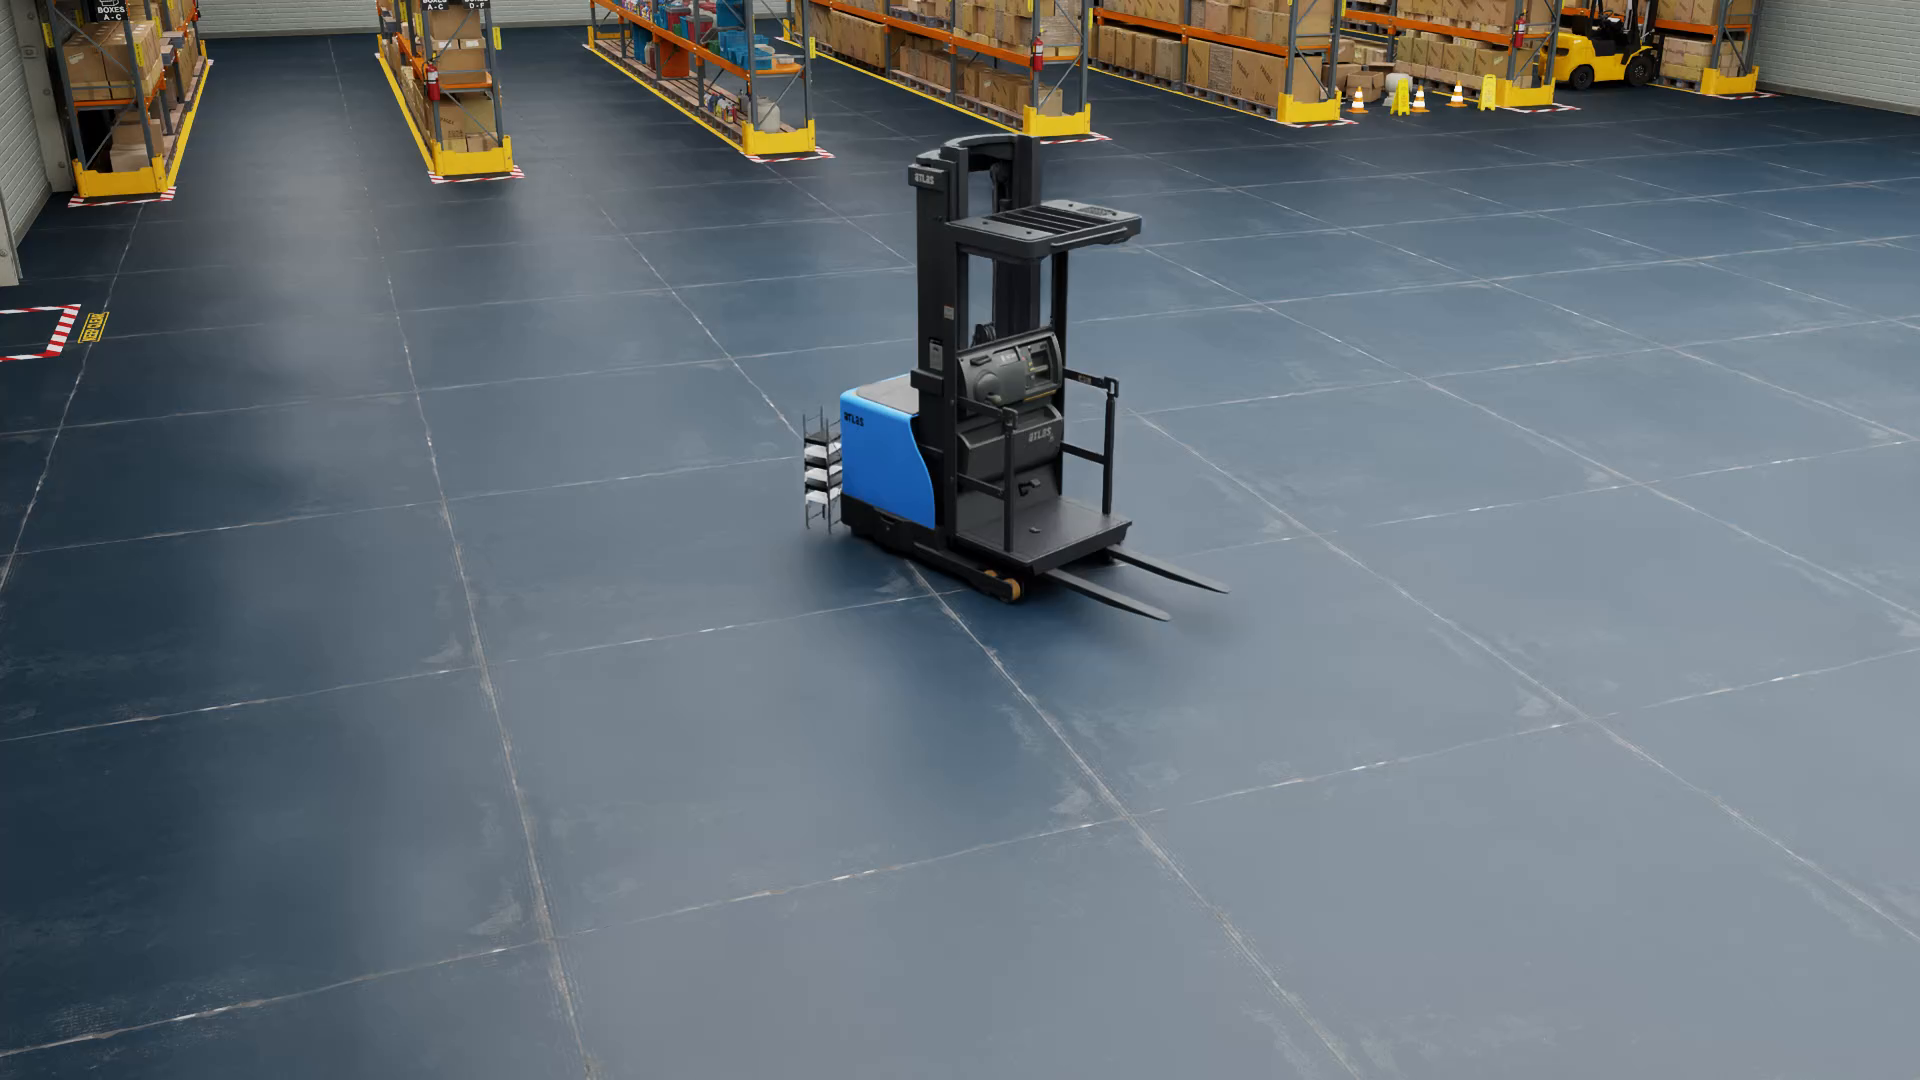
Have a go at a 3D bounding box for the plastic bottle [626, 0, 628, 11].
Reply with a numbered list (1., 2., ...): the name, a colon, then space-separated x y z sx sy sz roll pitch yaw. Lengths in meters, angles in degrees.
1. plastic bottle: -7.221 -11.740 36.401 0.152 0.276 0.135 -8 24 -19

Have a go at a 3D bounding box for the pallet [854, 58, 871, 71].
1. pallet: -1.746 -10.831 37.675 1.003 0.211 1.213 -8 24 -19

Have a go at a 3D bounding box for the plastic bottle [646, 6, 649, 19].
1. plastic bottle: -6.460 -10.925 34.474 0.097 0.271 0.097 0 23 0

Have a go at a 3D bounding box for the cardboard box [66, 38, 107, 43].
1. cardboard box: -12.720 -7.043 24.299 0.500 0.500 0.500 -8 24 -18

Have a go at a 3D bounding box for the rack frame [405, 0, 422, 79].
1. rack frame: -8.966 -8.565 28.709 1.000 3.000 0.127 -8 24 -19

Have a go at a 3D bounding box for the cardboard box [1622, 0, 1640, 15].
1. cardboard box: 14.508 -11.443 35.409 0.500 0.500 0.500 -9 24 -20

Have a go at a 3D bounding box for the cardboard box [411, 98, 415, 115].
1. cardboard box: -9.561 -7.786 29.862 0.500 0.250 0.500 -9 24 -20

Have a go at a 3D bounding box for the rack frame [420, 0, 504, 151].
1. rack frame: -7.553 -7.112 25.261 1.000 3.000 0.127 -8 24 -19

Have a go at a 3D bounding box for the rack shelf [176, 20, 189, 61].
1. rack shelf: -15.719 -9.733 32.406 1.077 0.370 4.000 -8 24 -19

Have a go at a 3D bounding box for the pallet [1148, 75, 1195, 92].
1. pallet: 4.635 -9.552 34.641 1.003 0.211 1.213 -8 24 -19

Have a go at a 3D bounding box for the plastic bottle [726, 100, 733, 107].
1. plastic bottle: -4.088 -7.647 29.472 0.152 0.276 0.135 -8 24 -19

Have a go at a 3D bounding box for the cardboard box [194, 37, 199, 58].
1. cardboard box: -17.498 -11.045 37.272 0.700 0.500 0.500 -8 24 -19

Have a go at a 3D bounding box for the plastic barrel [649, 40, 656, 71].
1. plastic barrel: -6.332 -10.365 35.543 0.600 0.588 0.708 -8 24 -19

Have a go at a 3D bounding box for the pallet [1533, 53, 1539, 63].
1. pallet: 13.484 -11.386 38.993 1.003 0.211 1.213 -8 24 -19

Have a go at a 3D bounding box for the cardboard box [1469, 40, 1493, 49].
1. cardboard box: 10.267 -9.780 32.790 0.380 0.149 0.250 -8 24 -17

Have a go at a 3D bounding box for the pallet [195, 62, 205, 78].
1. pallet: -17.056 -10.237 36.266 1.003 0.211 1.213 -8 24 -19

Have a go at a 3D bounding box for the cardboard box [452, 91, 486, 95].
1. cardboard box: -8.062 -7.154 27.397 0.500 0.500 0.500 -8 24 -19

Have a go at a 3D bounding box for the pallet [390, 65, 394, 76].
1. pallet: -12.034 -10.436 36.740 1.003 0.211 1.213 -8 24 -19

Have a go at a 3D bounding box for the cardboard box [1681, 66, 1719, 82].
1. cardboard box: 15.167 -9.565 34.082 0.500 0.250 0.500 -8 24 -19

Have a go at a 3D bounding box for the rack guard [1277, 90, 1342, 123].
1. rack guard: 6.400 -7.953 30.475 1.175 0.500 0.348 -8 24 -19

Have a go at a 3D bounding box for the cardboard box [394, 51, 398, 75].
1. cardboard box: -11.481 -9.939 34.620 0.500 0.500 0.500 -8 24 -18

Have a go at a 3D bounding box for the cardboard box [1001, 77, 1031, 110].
1. cardboard box: 1.064 -8.183 30.480 0.500 0.500 0.500 -6 24 -14

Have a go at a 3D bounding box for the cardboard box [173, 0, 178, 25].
1. cardboard box: -15.295 -10.113 31.846 0.500 0.500 0.500 -8 24 -19

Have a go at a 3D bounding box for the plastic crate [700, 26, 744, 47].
1. plastic crate: -4.265 -9.007 29.838 0.767 0.338 0.504 -8 24 -19

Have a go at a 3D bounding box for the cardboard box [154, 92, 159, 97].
1. cardboard box: -14.104 -7.381 28.552 0.700 0.500 0.500 -9 24 -20

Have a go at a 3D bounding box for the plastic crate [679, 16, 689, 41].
1. plastic crate: -5.012 -9.594 31.171 0.392 0.384 0.575 -8 24 -19

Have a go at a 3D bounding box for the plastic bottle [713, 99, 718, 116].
1. plastic bottle: -4.348 -7.710 29.611 0.061 0.283 0.133 -7 24 -17

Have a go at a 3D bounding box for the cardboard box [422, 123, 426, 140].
1. cardboard box: -8.560 -6.736 27.369 0.500 0.250 0.500 -8 24 -19

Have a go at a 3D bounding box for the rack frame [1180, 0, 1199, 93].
1. rack frame: 4.978 -10.567 33.458 1.000 3.000 0.127 -8 24 -19

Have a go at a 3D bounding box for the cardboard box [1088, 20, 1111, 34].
1. cardboard box: 3.078 -11.620 37.669 0.500 0.250 0.500 -9 24 -20

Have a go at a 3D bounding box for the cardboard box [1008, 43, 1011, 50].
1. cardboard box: 1.074 -8.793 29.574 0.380 0.149 0.250 -8 24 -19

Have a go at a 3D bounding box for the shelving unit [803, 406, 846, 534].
1. shelving unit: -0.996 -0.519 12.319 0.210 0.900 0.258 14 26 27

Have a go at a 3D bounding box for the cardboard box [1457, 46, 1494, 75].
1. cardboard box: 10.272 -9.546 33.070 0.500 0.500 0.500 -7 24 -17

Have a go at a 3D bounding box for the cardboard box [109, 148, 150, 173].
1. cardboard box: -12.347 -5.658 24.708 0.500 0.311 0.500 -11 25 -25

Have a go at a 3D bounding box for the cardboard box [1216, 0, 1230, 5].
1. cardboard box: 5.442 -10.596 31.944 0.875 0.550 0.550 -8 24 -19

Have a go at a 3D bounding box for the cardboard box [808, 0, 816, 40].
1. cardboard box: -3.314 -12.945 41.297 0.875 0.875 0.875 -8 24 -19

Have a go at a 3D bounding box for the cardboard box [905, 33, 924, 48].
1. cardboard box: -0.846 -10.533 35.066 0.500 0.250 0.500 -7 24 -17

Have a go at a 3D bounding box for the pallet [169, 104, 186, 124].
1. pallet: -14.738 -7.768 30.409 1.003 0.211 1.213 -8 24 -19

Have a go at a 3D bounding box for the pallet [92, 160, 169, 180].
1. pallet: -12.467 -5.473 24.964 1.003 0.211 1.213 -8 24 -19

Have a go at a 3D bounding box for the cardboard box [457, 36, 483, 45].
1. cardboard box: -7.586 -7.724 25.751 0.380 0.149 0.250 -9 24 -20

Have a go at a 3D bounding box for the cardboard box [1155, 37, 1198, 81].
1. cardboard box: 4.675 -9.937 34.320 1.050 0.750 0.750 -8 24 -19

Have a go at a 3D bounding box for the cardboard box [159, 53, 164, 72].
1. cardboard box: -13.148 -7.694 26.809 0.500 0.250 0.500 -8 24 -19

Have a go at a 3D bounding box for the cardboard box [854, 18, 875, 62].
1. cardboard box: -1.643 -11.169 37.083 1.225 0.875 0.875 -8 24 -19

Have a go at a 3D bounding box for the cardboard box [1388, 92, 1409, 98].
1. cardboard box: 8.634 -8.714 32.734 0.380 0.149 0.250 4 23 9

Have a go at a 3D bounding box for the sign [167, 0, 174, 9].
1. sign: -14.508 -9.912 30.517 0.100 0.325 0.005 -8 24 -19

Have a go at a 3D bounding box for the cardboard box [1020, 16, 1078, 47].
1. cardboard box: 1.547 -8.856 28.889 0.875 0.500 0.500 -8 24 -19

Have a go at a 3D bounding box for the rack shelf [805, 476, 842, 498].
1. rack shelf: -0.998 -0.406 12.367 0.200 0.077 0.258 14 26 27

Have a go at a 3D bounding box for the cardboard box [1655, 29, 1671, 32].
1. cardboard box: 14.930 -10.832 35.801 0.500 0.250 0.500 -8 24 -19

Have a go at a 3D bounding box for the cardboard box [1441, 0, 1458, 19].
1. cardboard box: 10.030 -10.723 33.318 0.500 0.500 0.500 -8 24 -18

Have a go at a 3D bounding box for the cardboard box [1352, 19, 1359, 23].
1. cardboard box: 10.792 -14.097 44.815 0.396 0.266 0.258 -7 24 -17

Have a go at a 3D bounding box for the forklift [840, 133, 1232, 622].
1. forklift: 0.497 -1.150 11.204 1.130 2.935 3.031 -20 30 -40

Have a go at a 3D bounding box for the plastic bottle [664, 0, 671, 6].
1. plastic bottle: -6.232 -11.368 35.424 0.144 0.351 0.185 -8 24 -19

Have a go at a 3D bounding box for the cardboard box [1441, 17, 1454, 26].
1. cardboard box: 9.943 -10.455 33.516 0.380 0.149 0.250 -8 24 -19

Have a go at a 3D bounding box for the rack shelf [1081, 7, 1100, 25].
1. rack shelf: 2.859 -12.415 38.771 1.077 0.370 4.000 -8 24 -19
